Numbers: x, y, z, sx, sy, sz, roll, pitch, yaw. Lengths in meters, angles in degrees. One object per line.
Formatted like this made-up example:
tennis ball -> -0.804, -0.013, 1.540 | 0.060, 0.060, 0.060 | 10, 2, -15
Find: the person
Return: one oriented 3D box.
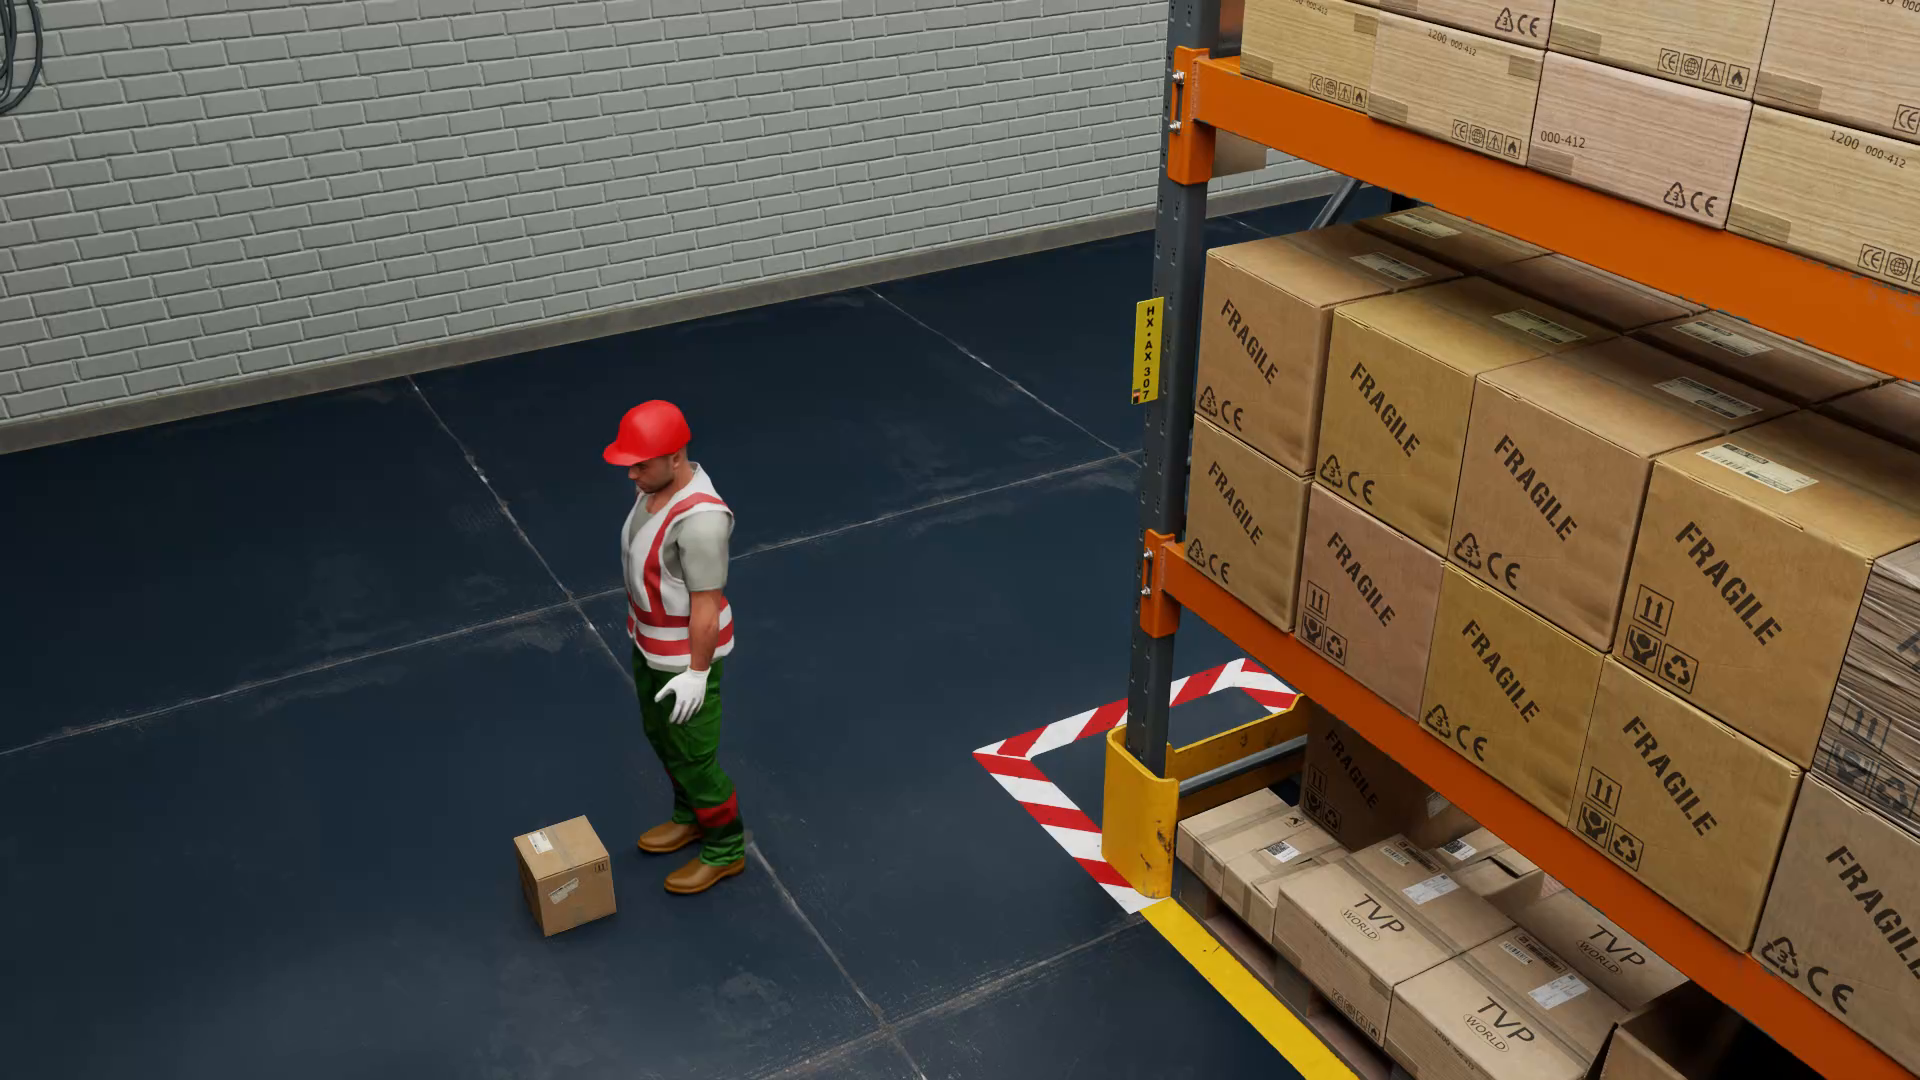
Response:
person -> -0.923, 0.357, 5.460 | 0.358, 1.776, 0.528 | -15, 32, -25
